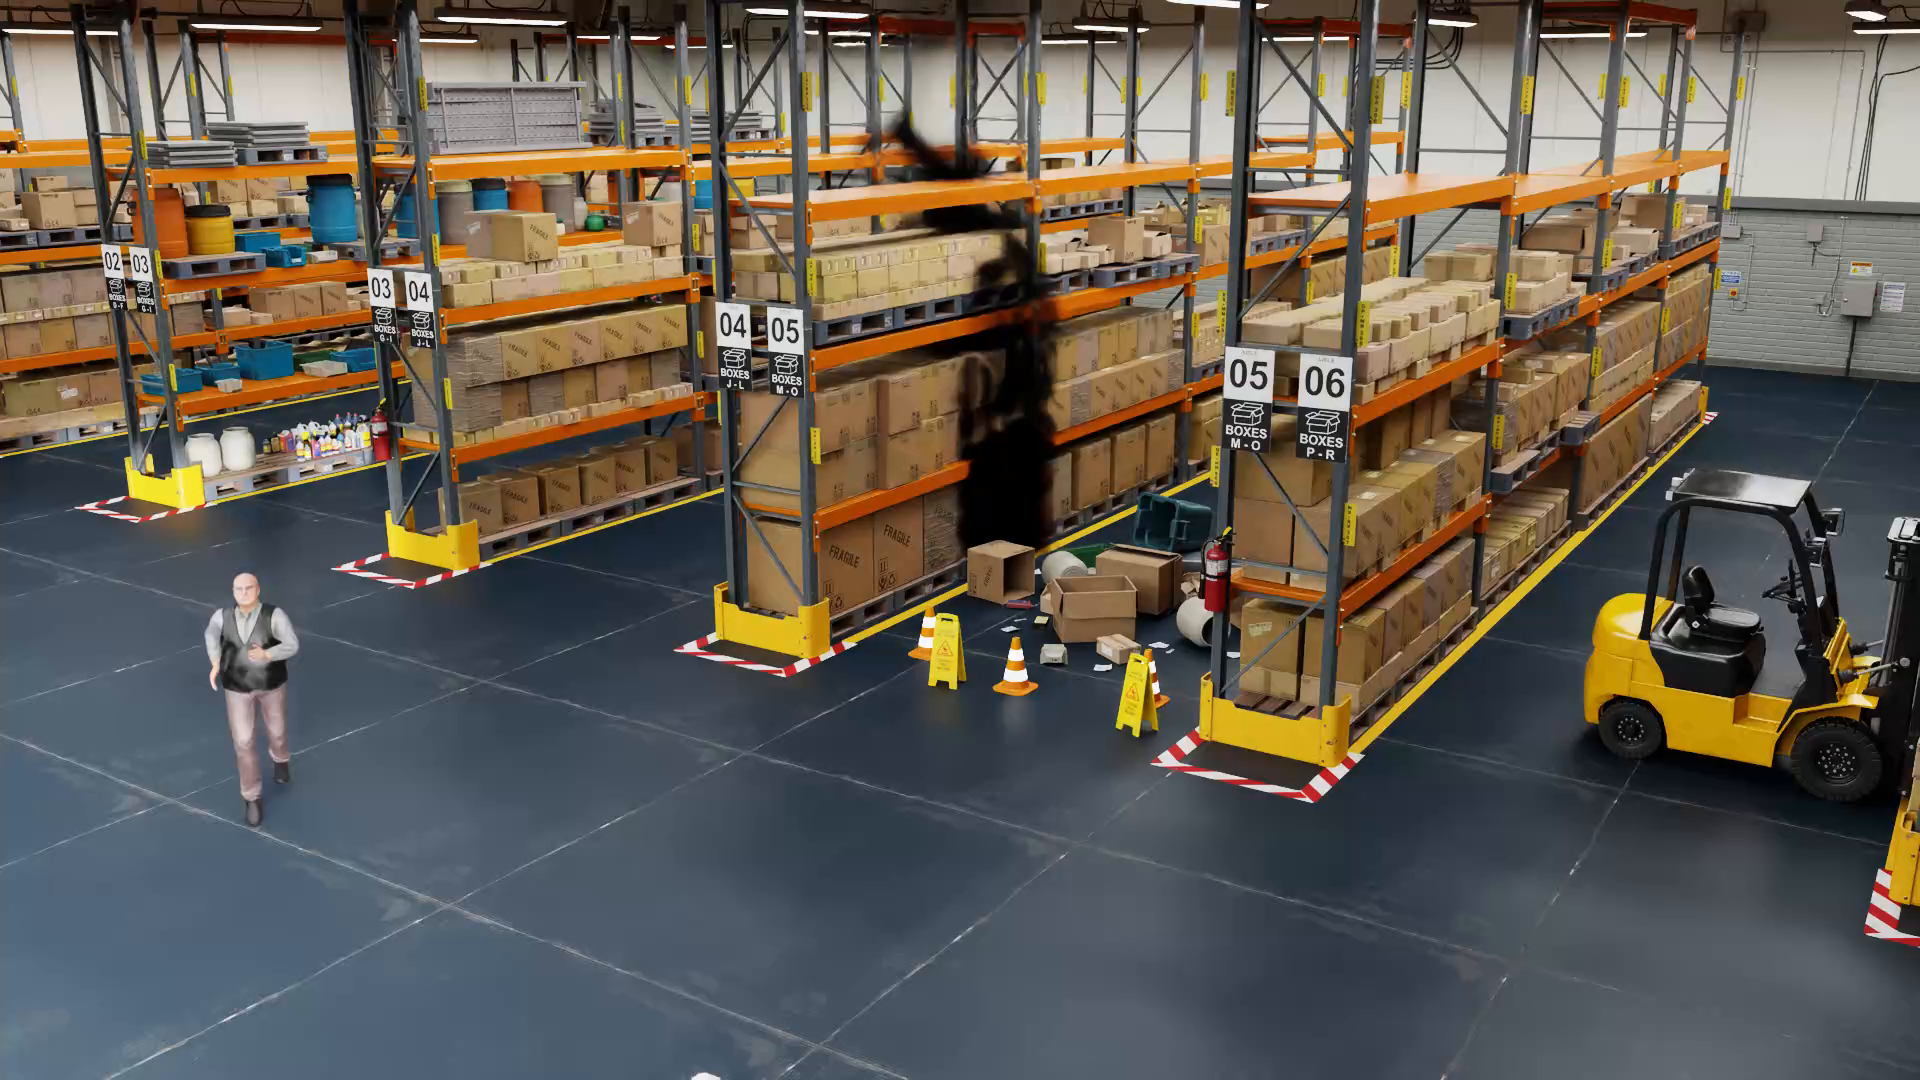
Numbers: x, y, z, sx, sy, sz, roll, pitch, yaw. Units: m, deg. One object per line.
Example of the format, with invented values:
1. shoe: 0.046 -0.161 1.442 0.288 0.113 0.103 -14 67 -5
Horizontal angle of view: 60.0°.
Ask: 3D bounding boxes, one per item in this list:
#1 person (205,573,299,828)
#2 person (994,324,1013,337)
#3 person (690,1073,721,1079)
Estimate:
1. person: -5.095 1.090 12.047 0.641 1.758 0.868 -5 16 -18
2. person: 0.685 -2.437 24.673 0.628 1.784 0.692 10 18 31
3. person: -0.897 2.742 6.119 0.657 1.759 0.785 -4 16 -15
